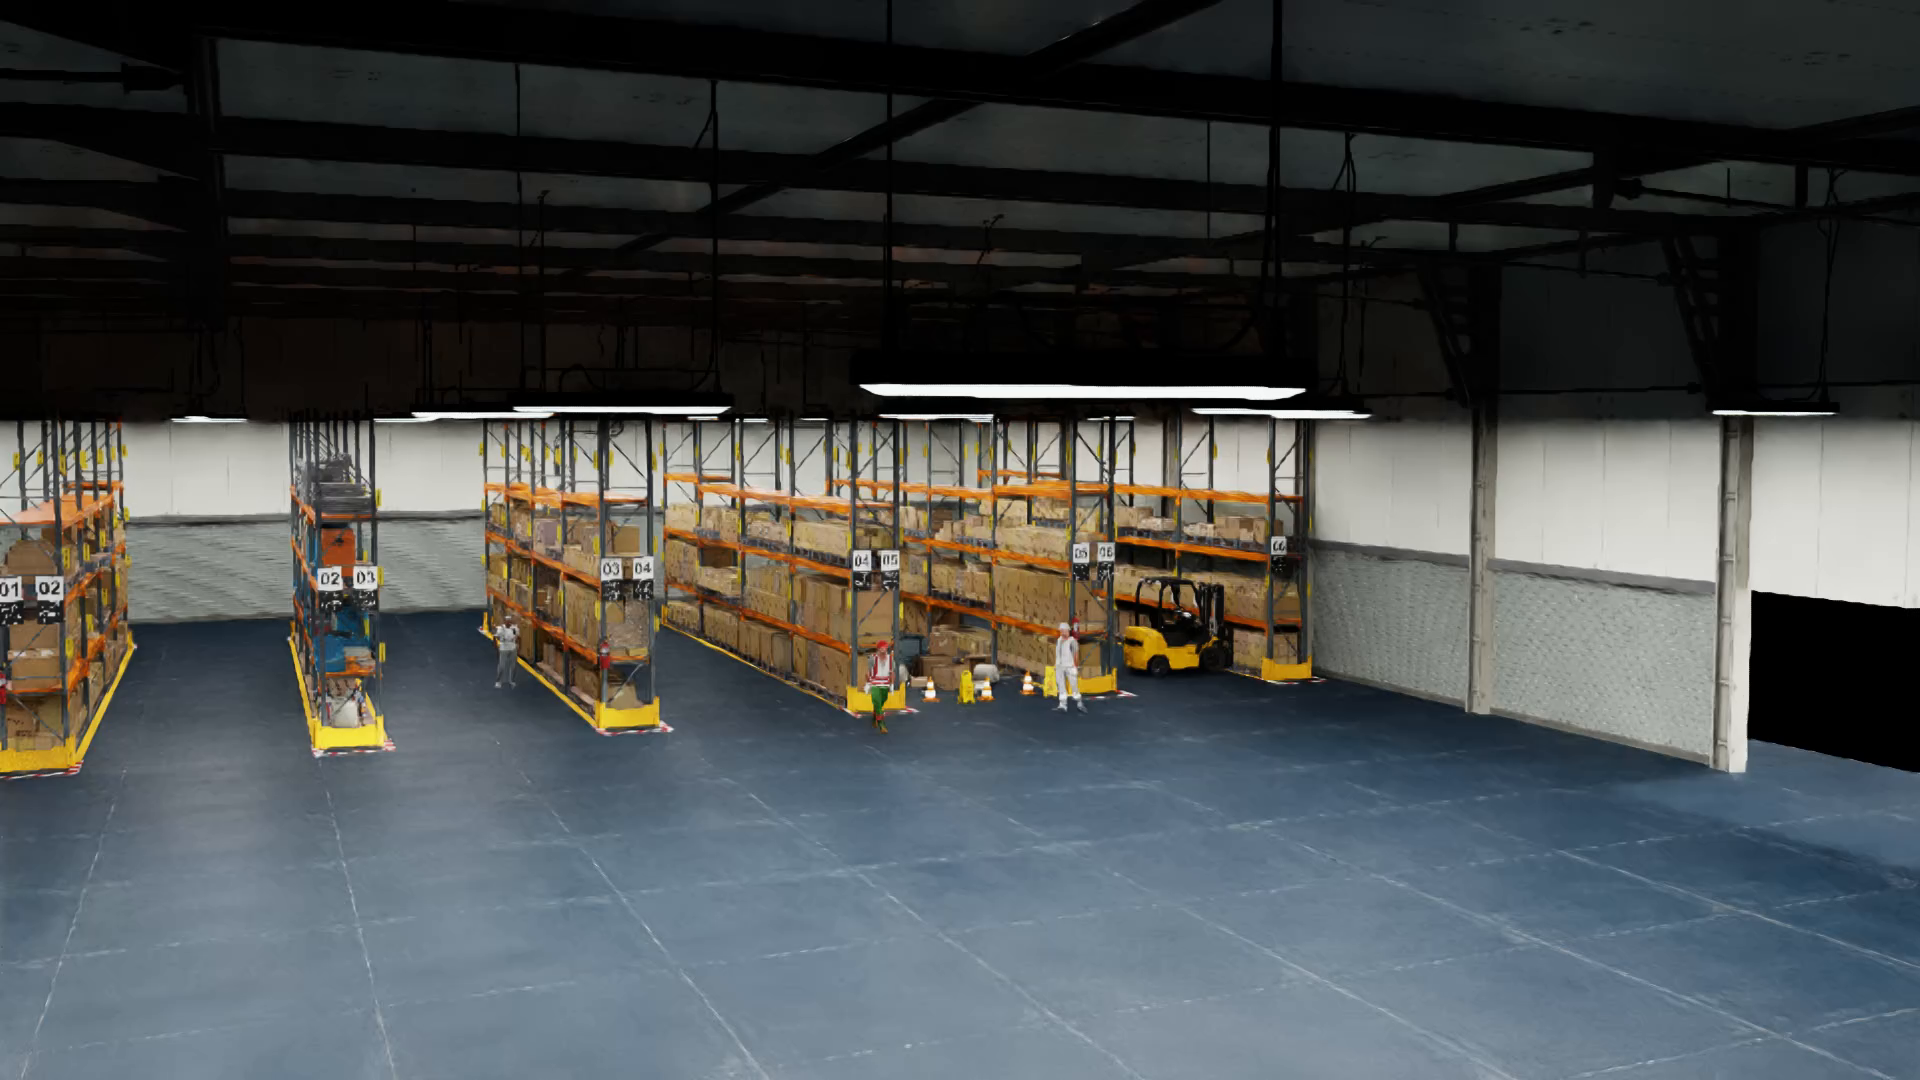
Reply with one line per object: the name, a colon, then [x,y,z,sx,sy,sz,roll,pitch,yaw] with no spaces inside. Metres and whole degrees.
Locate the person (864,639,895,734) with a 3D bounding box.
person: [-1.454,2.690,30.881,0.550,1.709,1.128,-2,4,-26]

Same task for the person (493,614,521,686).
person: [-9.839,2.386,36.137,0.578,1.629,0.532,-2,4,-25]

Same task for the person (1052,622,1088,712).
person: [2.172,2.523,33.076,0.736,1.788,0.471,3,5,37]
